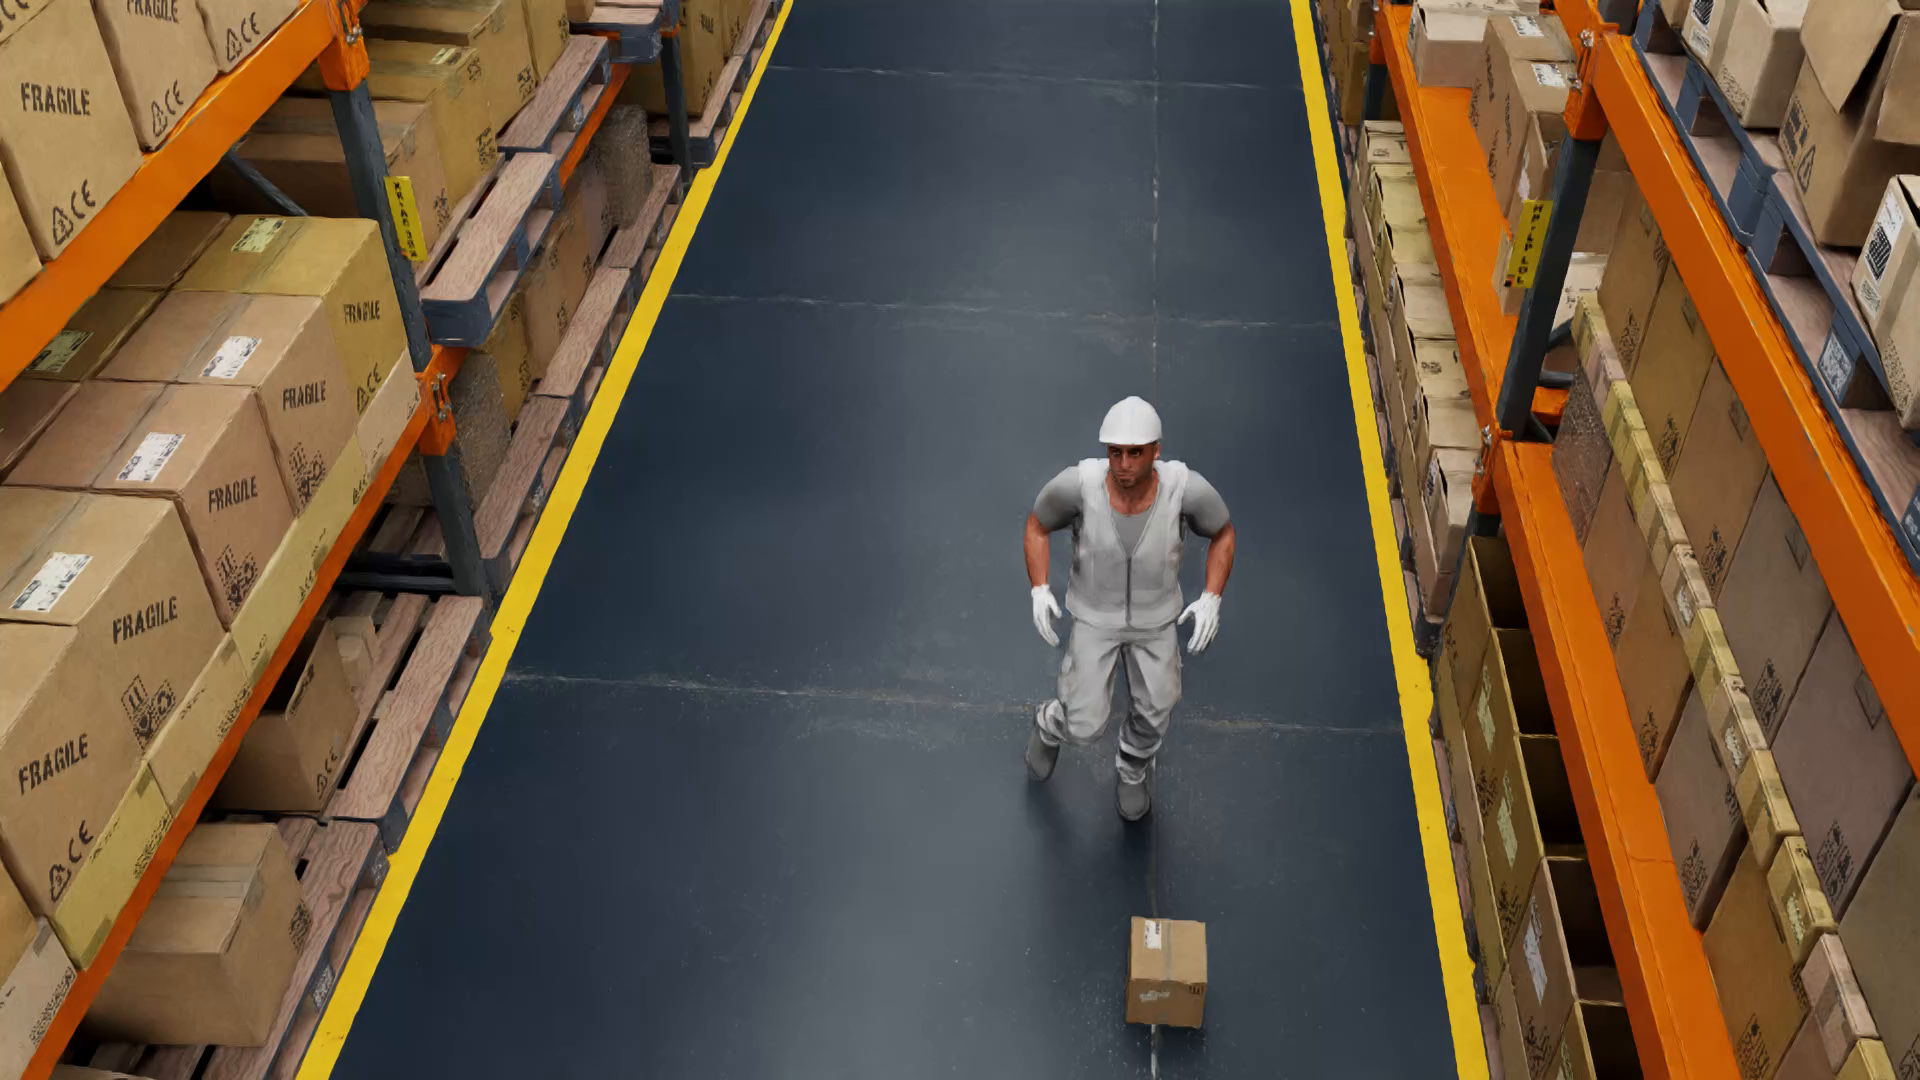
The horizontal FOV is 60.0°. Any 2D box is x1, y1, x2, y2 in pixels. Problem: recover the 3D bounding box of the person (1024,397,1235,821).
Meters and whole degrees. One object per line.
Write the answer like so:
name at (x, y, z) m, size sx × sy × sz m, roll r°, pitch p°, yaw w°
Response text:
person at (0.594, 0.285, 5.822) m, size 0.724 × 1.749 × 0.485 m, roll -3°, pitch 40°, yaw -3°
